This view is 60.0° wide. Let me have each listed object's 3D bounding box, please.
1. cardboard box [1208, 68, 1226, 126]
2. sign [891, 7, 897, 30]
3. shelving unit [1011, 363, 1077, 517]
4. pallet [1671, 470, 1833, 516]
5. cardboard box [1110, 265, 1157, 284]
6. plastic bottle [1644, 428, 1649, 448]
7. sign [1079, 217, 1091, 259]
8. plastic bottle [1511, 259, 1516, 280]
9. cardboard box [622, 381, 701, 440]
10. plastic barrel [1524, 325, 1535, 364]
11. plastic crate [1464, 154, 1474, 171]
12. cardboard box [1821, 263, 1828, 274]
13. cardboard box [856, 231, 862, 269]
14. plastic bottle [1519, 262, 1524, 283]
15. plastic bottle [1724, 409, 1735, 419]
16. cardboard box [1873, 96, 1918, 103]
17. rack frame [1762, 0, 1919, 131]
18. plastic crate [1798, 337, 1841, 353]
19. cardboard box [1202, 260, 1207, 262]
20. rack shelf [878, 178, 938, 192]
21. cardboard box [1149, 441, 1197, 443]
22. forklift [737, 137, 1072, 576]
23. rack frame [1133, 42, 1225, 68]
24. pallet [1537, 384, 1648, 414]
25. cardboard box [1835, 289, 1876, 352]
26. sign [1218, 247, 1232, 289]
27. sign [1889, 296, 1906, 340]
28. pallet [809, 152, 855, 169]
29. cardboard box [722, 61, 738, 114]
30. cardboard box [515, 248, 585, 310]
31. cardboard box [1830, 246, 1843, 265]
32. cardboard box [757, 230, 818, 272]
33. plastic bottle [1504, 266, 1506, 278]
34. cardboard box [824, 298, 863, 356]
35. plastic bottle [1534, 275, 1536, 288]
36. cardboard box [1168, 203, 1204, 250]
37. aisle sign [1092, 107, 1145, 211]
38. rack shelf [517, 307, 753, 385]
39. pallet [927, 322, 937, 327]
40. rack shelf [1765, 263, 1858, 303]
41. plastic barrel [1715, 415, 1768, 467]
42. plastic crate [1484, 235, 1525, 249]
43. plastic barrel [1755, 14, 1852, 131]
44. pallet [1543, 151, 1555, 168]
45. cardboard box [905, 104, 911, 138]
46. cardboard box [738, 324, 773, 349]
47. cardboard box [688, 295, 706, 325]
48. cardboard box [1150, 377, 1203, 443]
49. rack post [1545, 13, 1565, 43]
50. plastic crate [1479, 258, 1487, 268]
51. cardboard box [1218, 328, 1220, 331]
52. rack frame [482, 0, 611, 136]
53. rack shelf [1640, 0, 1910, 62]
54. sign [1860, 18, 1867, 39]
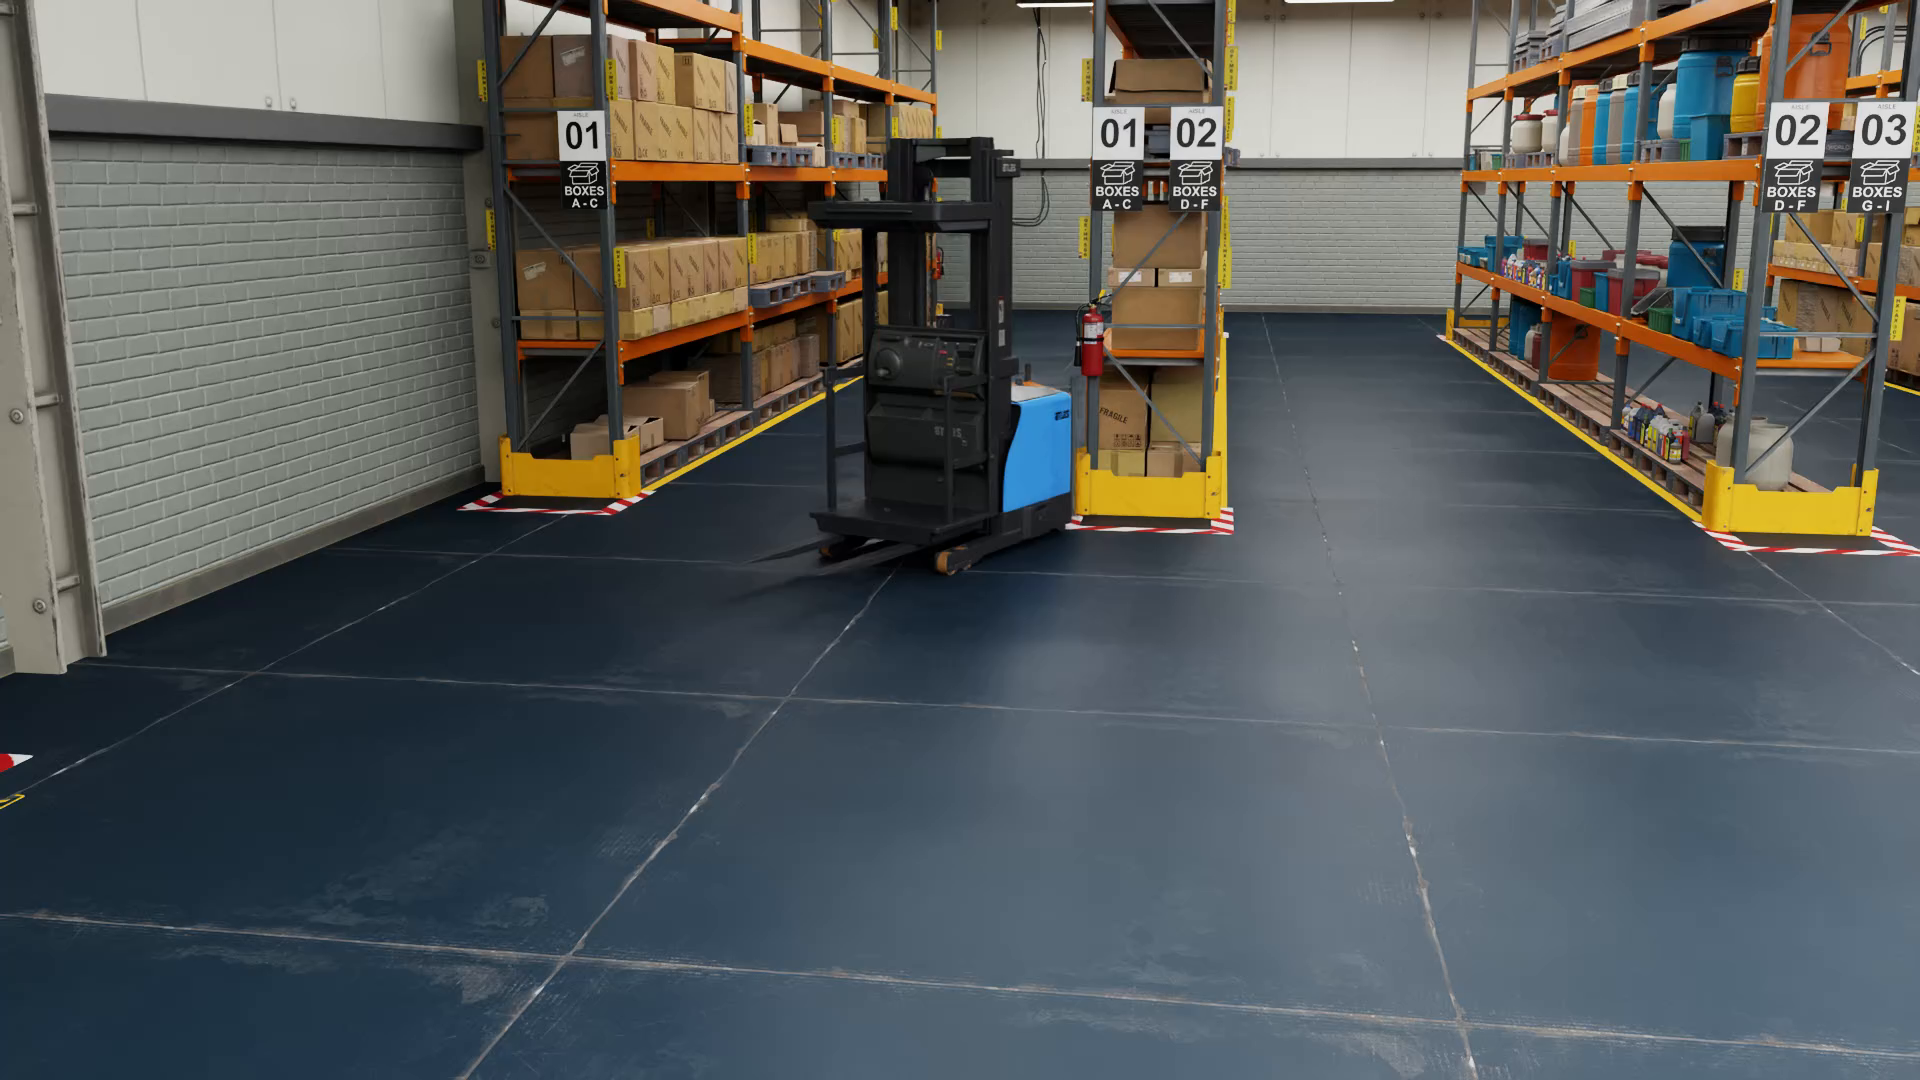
[{"bbox_3d":[2.055,-3.820,14.412,0.500,0.500,0.500,2,12,9],"label":"cardboard box"},{"bbox_3d":[-0.982,-7.765,24.758,0.100,0.325,0.005,2,12,9],"label":"sign"},{"bbox_3d":[0.519,-0.827,13.660,0.538,1.125,1.048,-4,13,-18],"label":"shelving unit"},{"bbox_3d":[6.519,-0.356,13.644,1.003,0.211,1.213,2,12,9],"label":"pallet"},{"bbox_3d":[1.439,-2.200,13.806,0.380,0.149,0.250,2,12,10],"label":"cardboard box"},{"bbox_3d":[6.408,-0.961,15.429,0.097,0.201,0.097,0,12,0],"label":"plastic bottle"},{"bbox_3d":[0.995,-2.396,13.182,0.100,0.325,0.005,2,12,9],"label":"sign"},{"bbox_3d":[7.654,-3.726,22.941,0.061,0.283,0.133,2,12,9],"label":"plastic bottle"},{"bbox_3d":[-2.921,-1.258,16.099,0.700,0.500,0.500,1,12,5],"label":"cardboard box"},{"bbox_3d":[7.884,-2.645,22.556,0.421,0.512,0.421,0,12,0],"label":"plastic barrel"},{"bbox_3d":[8.549,-6.195,27.308,0.497,0.269,0.590,2,12,9],"label":"plastic crate"},{"bbox_3d":[13.044,-4.036,24.697,0.380,0.149,0.250,2,12,10],"label":"cardboard box"},{"bbox_3d":[-1.641,-4.028,23.073,0.500,0.500,0.500,2,12,8],"label":"cardboard box"},{"bbox_3d":[7.583,-3.599,22.380,0.097,0.271,0.097,0,12,0],"label":"plastic bottle"},{"bbox_3d":[7.145,-1.035,15.420,0.144,0.351,0.185,2,12,8],"label":"plastic bottle"},{"bbox_3d":[13.314,-6.202,23.779,0.500,0.250,0.500,1,12,5],"label":"cardboard box"},{"bbox_3d":[6.423,-4.465,11.854,1.000,3.000,0.127,2,12,9],"label":"rack frame"},{"bbox_3d":[6.879,-1.580,13.330,0.298,0.136,0.250,2,12,9],"label":"plastic crate"},{"bbox_3d":[1.999,-2.403,14.746,0.380,0.149,0.250,2,12,8],"label":"cardboard box"},{"bbox_3d":[-1.213,-5.883,27.258,1.077,0.370,4.000,2,12,9],"label":"rack shelf"},{"bbox_3d":[1.905,-0.764,14.448,0.500,0.250,0.500,2,12,9],"label":"cardboard box"},{"bbox_3d":[-0.354,-1.302,11.579,1.130,2.935,3.031,8,14,32],"label":"forklift"},{"bbox_3d":[2.145,-5.459,16.466,1.000,3.000,0.127,2,12,9],"label":"rack frame"},{"bbox_3d":[7.496,-1.675,19.765,1.003,0.211,1.213,2,12,9],"label":"pallet"},{"bbox_3d":[13.343,-3.172,24.137,0.875,0.875,0.875,2,12,9],"label":"cardboard box"},{"bbox_3d":[2.077,-2.137,13.045,0.100,0.325,0.005,2,12,9],"label":"sign"},{"bbox_3d":[6.966,-1.649,12.370,0.100,0.325,0.005,2,12,9],"label":"sign"},{"bbox_3d":[-2.089,-5.029,22.037,1.213,0.211,1.003,2,12,11],"label":"pallet"},{"bbox_3d":[-2.560,-4.587,16.880,0.500,0.500,0.500,1,12,4],"label":"cardboard box"},{"bbox_3d":[-3.504,-2.262,14.397,0.500,0.500,0.500,2,12,8],"label":"cardboard box"},{"bbox_3d":[13.049,-4.151,24.283,0.500,0.250,0.500,2,12,10],"label":"cardboard box"},{"bbox_3d":[-2.198,-3.685,21.190,0.700,0.500,0.500,0,12,2],"label":"cardboard box"},{"bbox_3d":[7.771,-3.819,23.565,0.097,0.201,0.097,0,12,0],"label":"plastic bottle"},{"bbox_3d":[-1.752,-3.005,23.421,0.750,0.750,0.750,2,12,8],"label":"cardboard box"},{"bbox_3d":[7.410,-3.331,21.303,0.097,0.201,0.097,0,12,0],"label":"plastic bottle"},{"bbox_3d":[1.774,-2.700,14.583,0.700,0.500,0.500,2,12,9],"label":"cardboard box"},{"bbox_3d":[1.229,-2.961,12.941,0.394,0.787,0.004,2,12,9],"label":"aisle sign"},{"bbox_3d":[-3.058,-1.918,15.983,1.077,0.370,4.000,2,12,9],"label":"rack shelf"},{"bbox_3d":[-0.951,-3.652,28.940,1.003,0.211,1.213,2,12,9],"label":"pallet"},{"bbox_3d":[13.470,-3.935,25.340,1.077,0.370,4.000,2,12,9],"label":"rack shelf"},{"bbox_3d":[6.526,-0.766,13.835,0.421,0.512,0.421,0,12,0],"label":"plastic barrel"},{"bbox_3d":[9.017,-4.834,27.579,0.616,0.435,0.499,2,12,9],"label":"plastic crate"},{"bbox_3d":[6.372,-3.520,12.569,0.600,0.830,0.708,2,12,9],"label":"plastic barrel"},{"bbox_3d":[7.868,-4.728,20.641,1.003,0.211,1.213,2,12,9],"label":"pallet"},{"bbox_3d":[-1.061,-6.612,26.276,0.500,0.500,0.500,2,12,7],"label":"cardboard box"},{"bbox_3d":[-2.513,-2.400,19.620,0.500,0.250,0.500,2,12,7],"label":"cardboard box"},{"bbox_3d":[-2.747,-2.201,15.895,0.500,0.250,0.500,2,12,9],"label":"cardboard box"},{"bbox_3d":[1.907,-1.130,14.368,0.500,0.500,0.500,2,12,9],"label":"cardboard box"},{"bbox_3d":[7.724,-6.246,20.295,0.954,0.300,0.937,2,12,9],"label":"rack post"},{"bbox_3d":[8.240,-4.303,25.826,0.293,0.136,0.466,2,12,9],"label":"plastic crate"},{"bbox_3d":[3.187,-2.547,22.082,0.500,0.500,0.500,1,12,7],"label":"cardboard box"},{"bbox_3d":[-3.366,-4.786,13.343,1.000,3.000,0.127,2,12,9],"label":"rack frame"},{"bbox_3d":[6.731,-4.335,13.904,1.077,0.370,4.000,2,12,9],"label":"rack shelf"},{"bbox_3d":[14.312,-8.110,26.362,0.100,0.325,0.005,2,12,9],"label":"sign"}]
